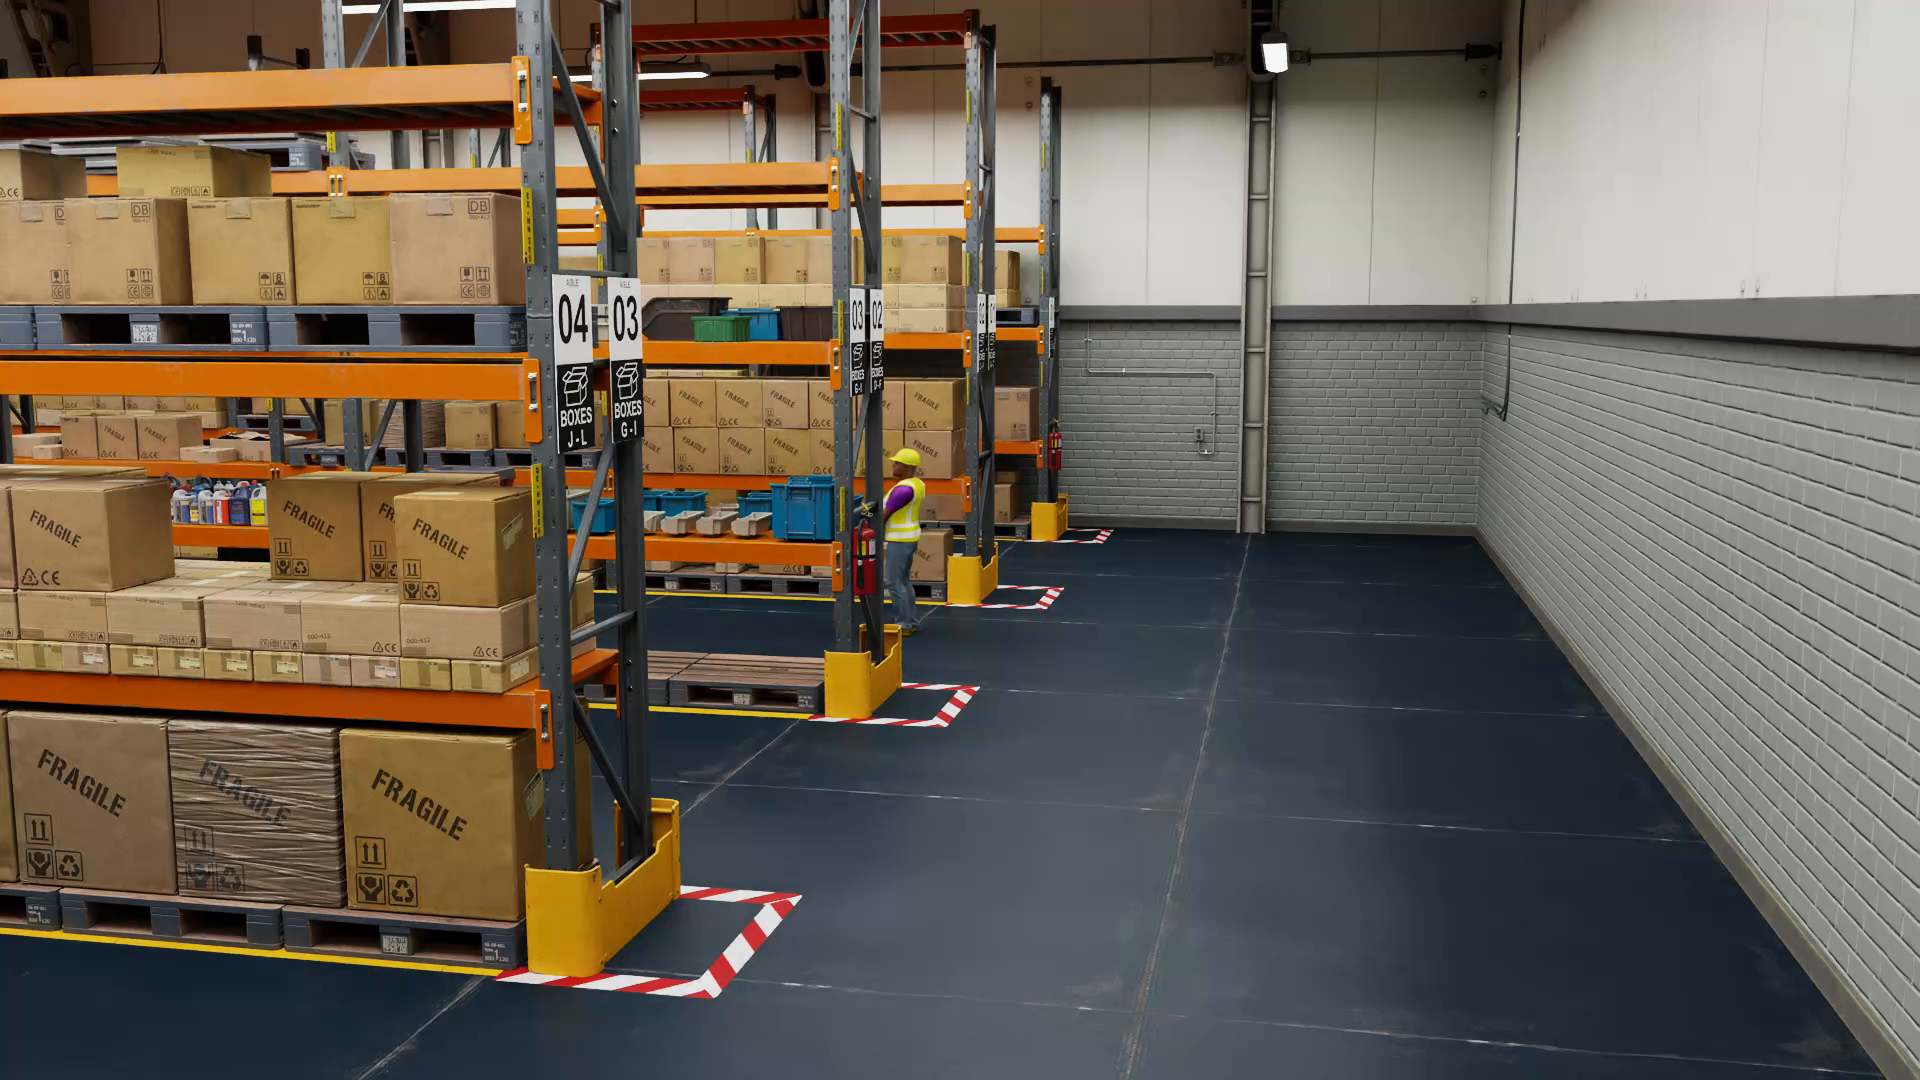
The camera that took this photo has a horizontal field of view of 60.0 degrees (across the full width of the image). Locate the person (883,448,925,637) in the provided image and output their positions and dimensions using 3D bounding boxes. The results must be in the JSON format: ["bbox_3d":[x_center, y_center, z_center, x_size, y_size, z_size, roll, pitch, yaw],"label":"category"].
[{"bbox_3d":[-0.647,0.015,15.643,0.585,1.760,0.503,2,8,12],"label":"person"}]
